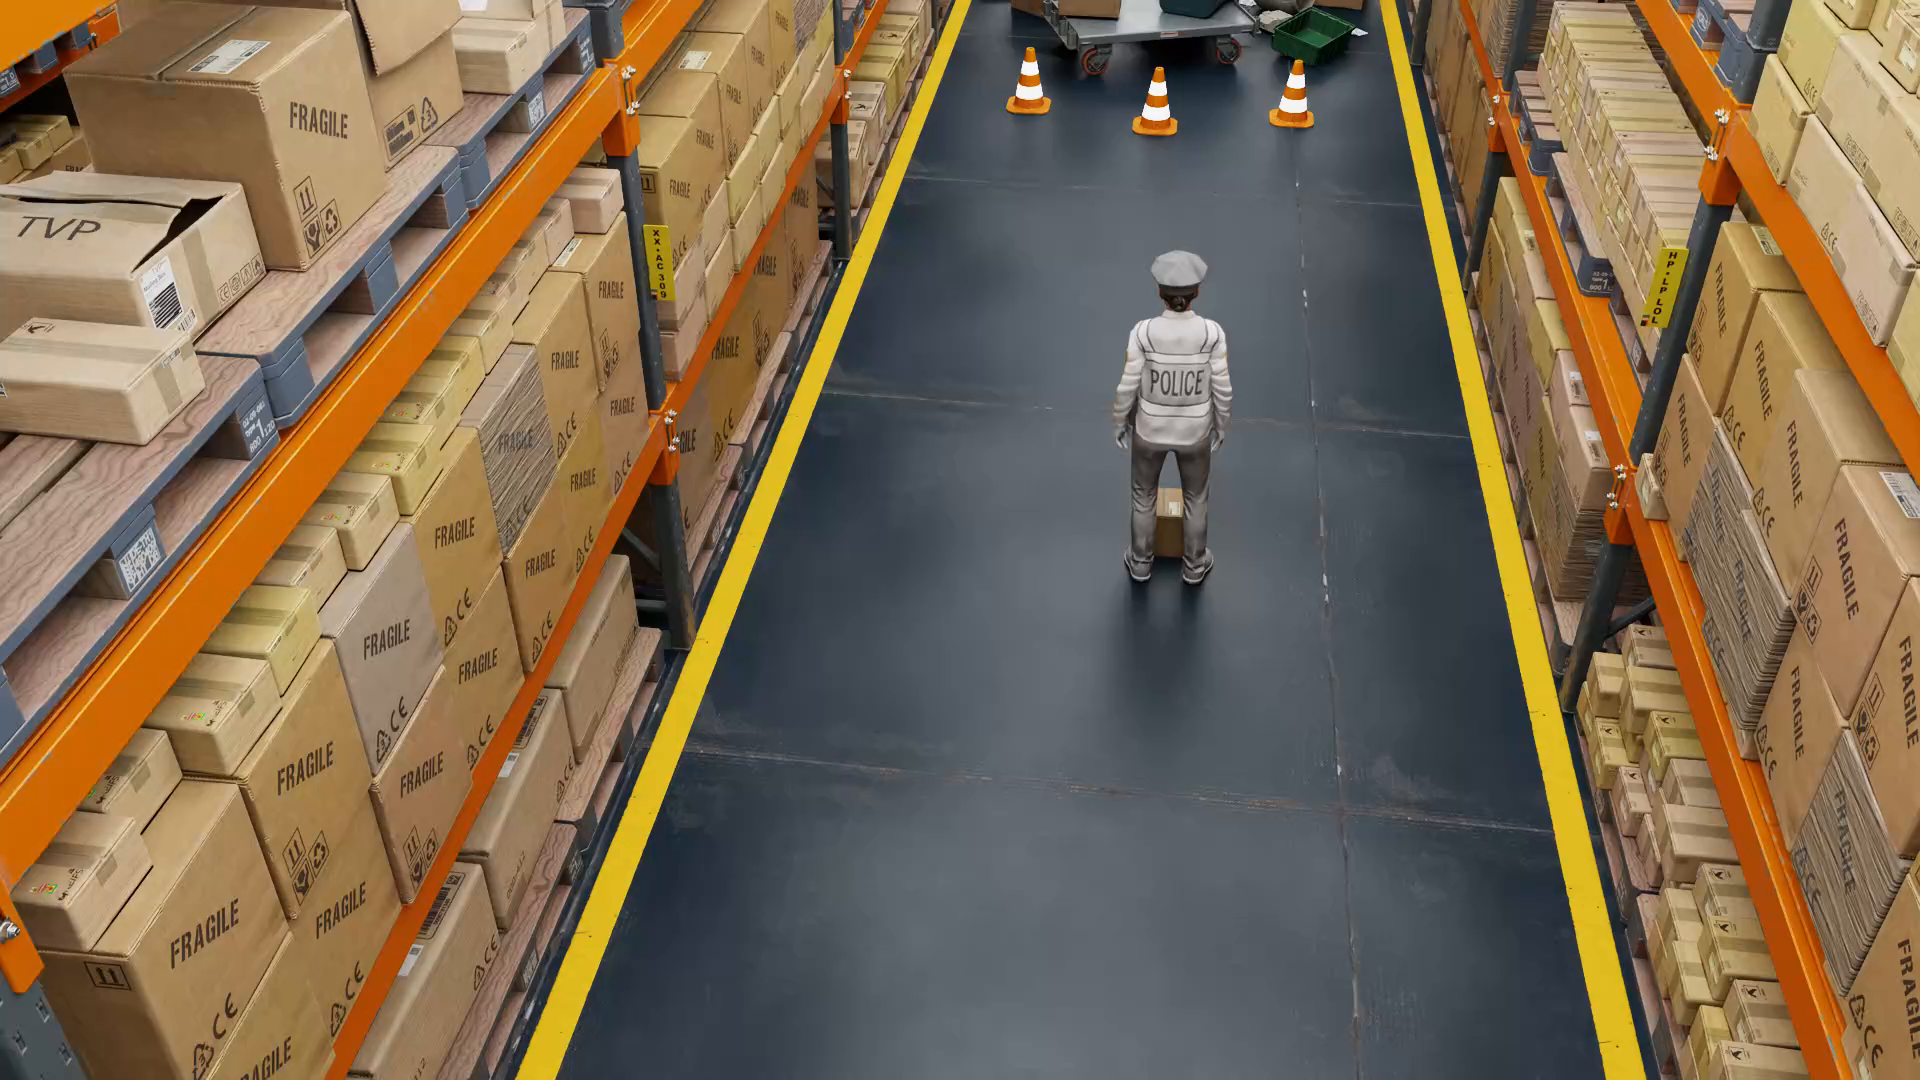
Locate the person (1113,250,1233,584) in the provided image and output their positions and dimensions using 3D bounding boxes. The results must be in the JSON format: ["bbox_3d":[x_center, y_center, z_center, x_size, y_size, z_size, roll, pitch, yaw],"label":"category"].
[{"bbox_3d":[0.982,-0.520,7.738,0.546,1.667,0.369,3,36,4],"label":"person"}]
